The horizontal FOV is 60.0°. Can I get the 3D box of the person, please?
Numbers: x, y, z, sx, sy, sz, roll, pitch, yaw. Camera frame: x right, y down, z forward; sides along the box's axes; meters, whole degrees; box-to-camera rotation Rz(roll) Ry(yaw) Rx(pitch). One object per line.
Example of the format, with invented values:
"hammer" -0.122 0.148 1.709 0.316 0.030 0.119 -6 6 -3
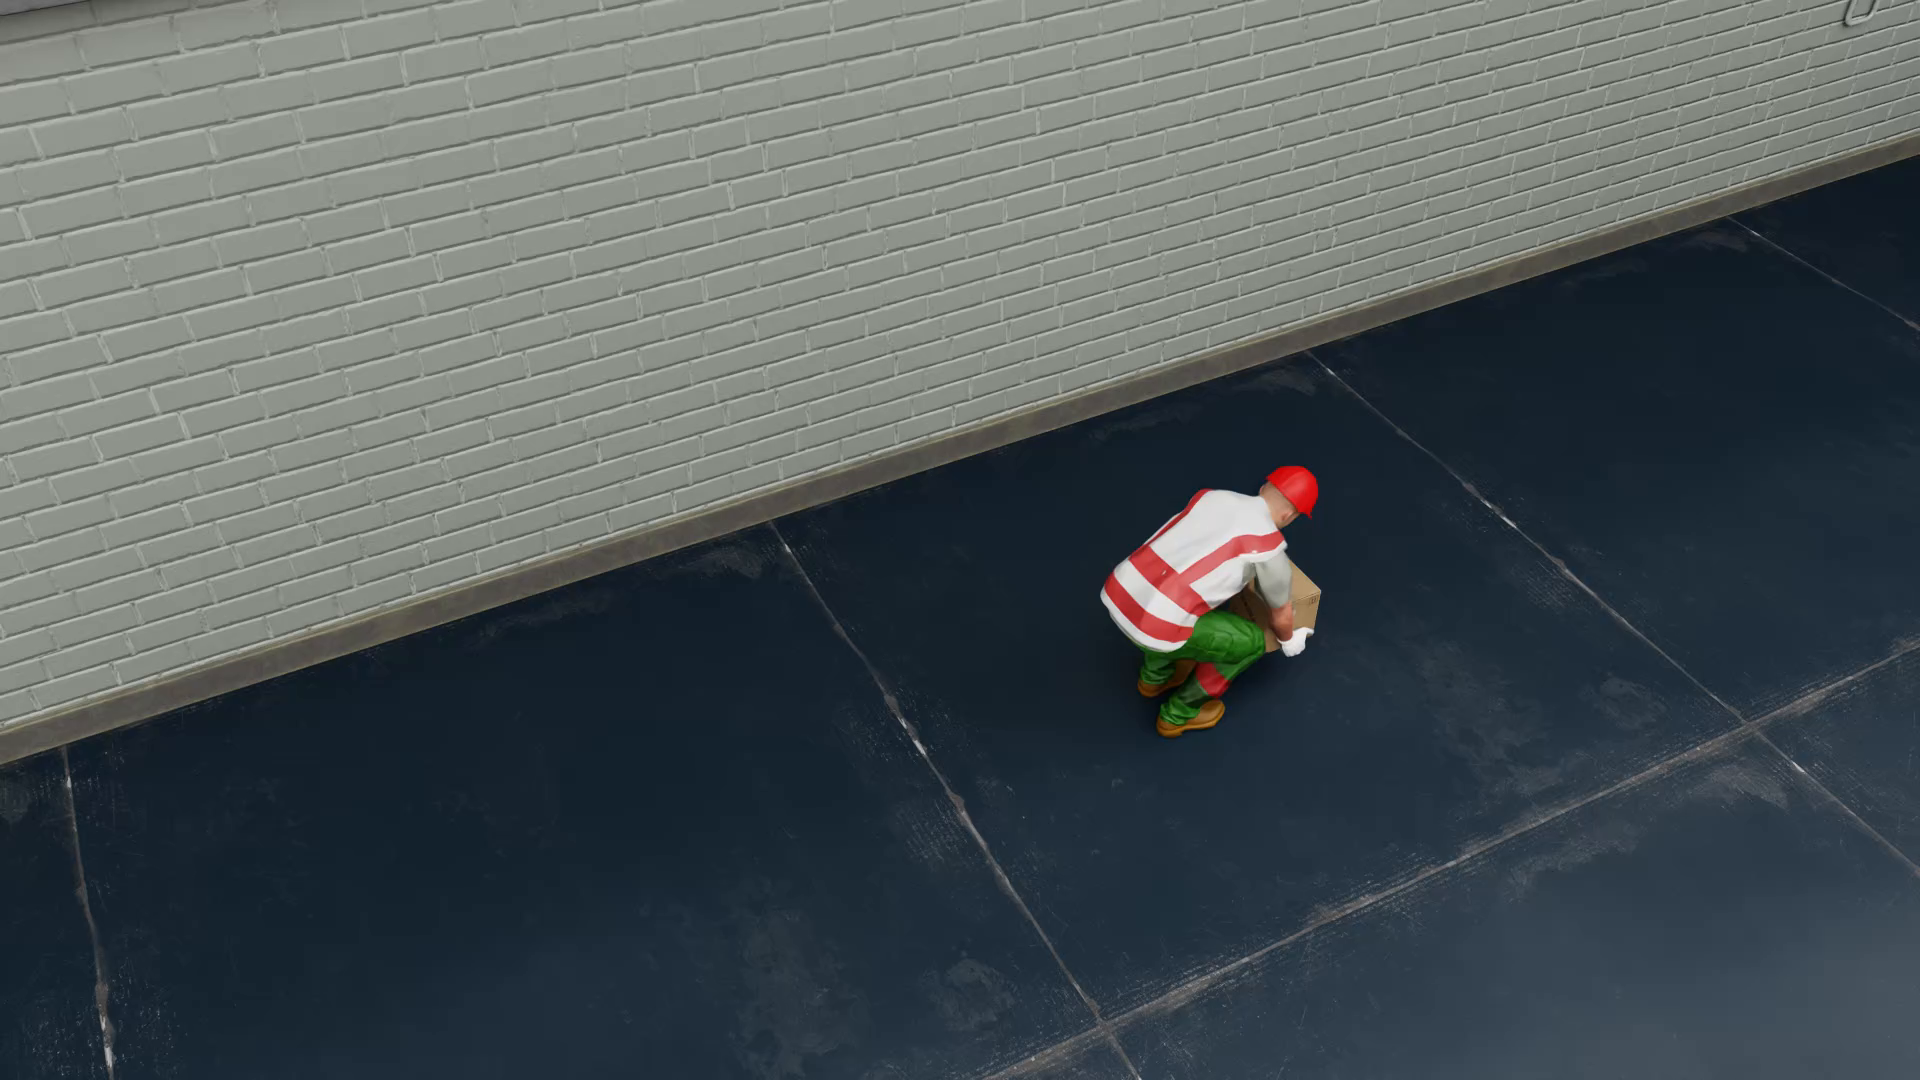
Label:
"person" 0.979 0.238 6.480 0.920 0.988 0.533 -20 45 -22
